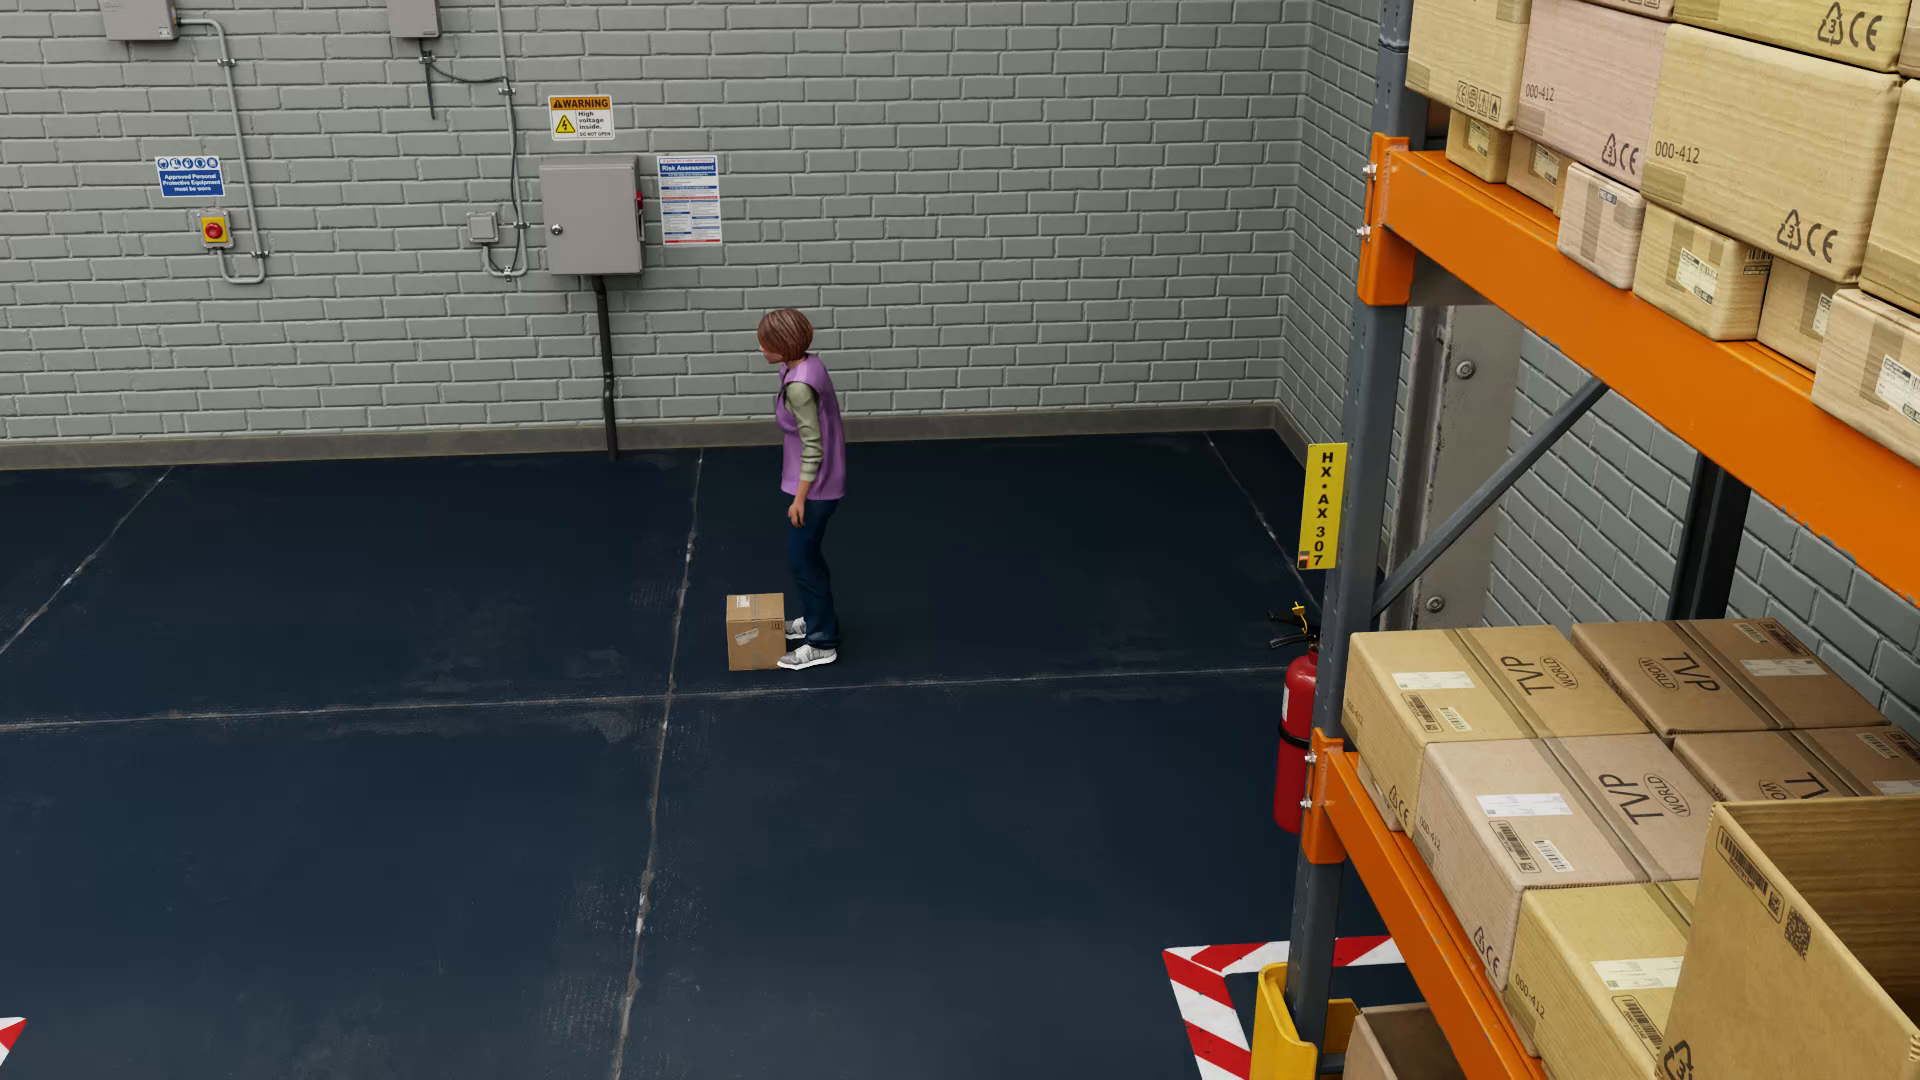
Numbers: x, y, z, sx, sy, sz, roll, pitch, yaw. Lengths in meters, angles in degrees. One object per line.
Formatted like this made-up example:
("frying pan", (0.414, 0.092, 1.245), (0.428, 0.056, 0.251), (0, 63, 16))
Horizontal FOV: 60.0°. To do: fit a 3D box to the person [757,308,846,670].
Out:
("person", (-0.657, -0.222, 7.113), (0.344, 1.592, 0.460), (-2, 24, -5))
